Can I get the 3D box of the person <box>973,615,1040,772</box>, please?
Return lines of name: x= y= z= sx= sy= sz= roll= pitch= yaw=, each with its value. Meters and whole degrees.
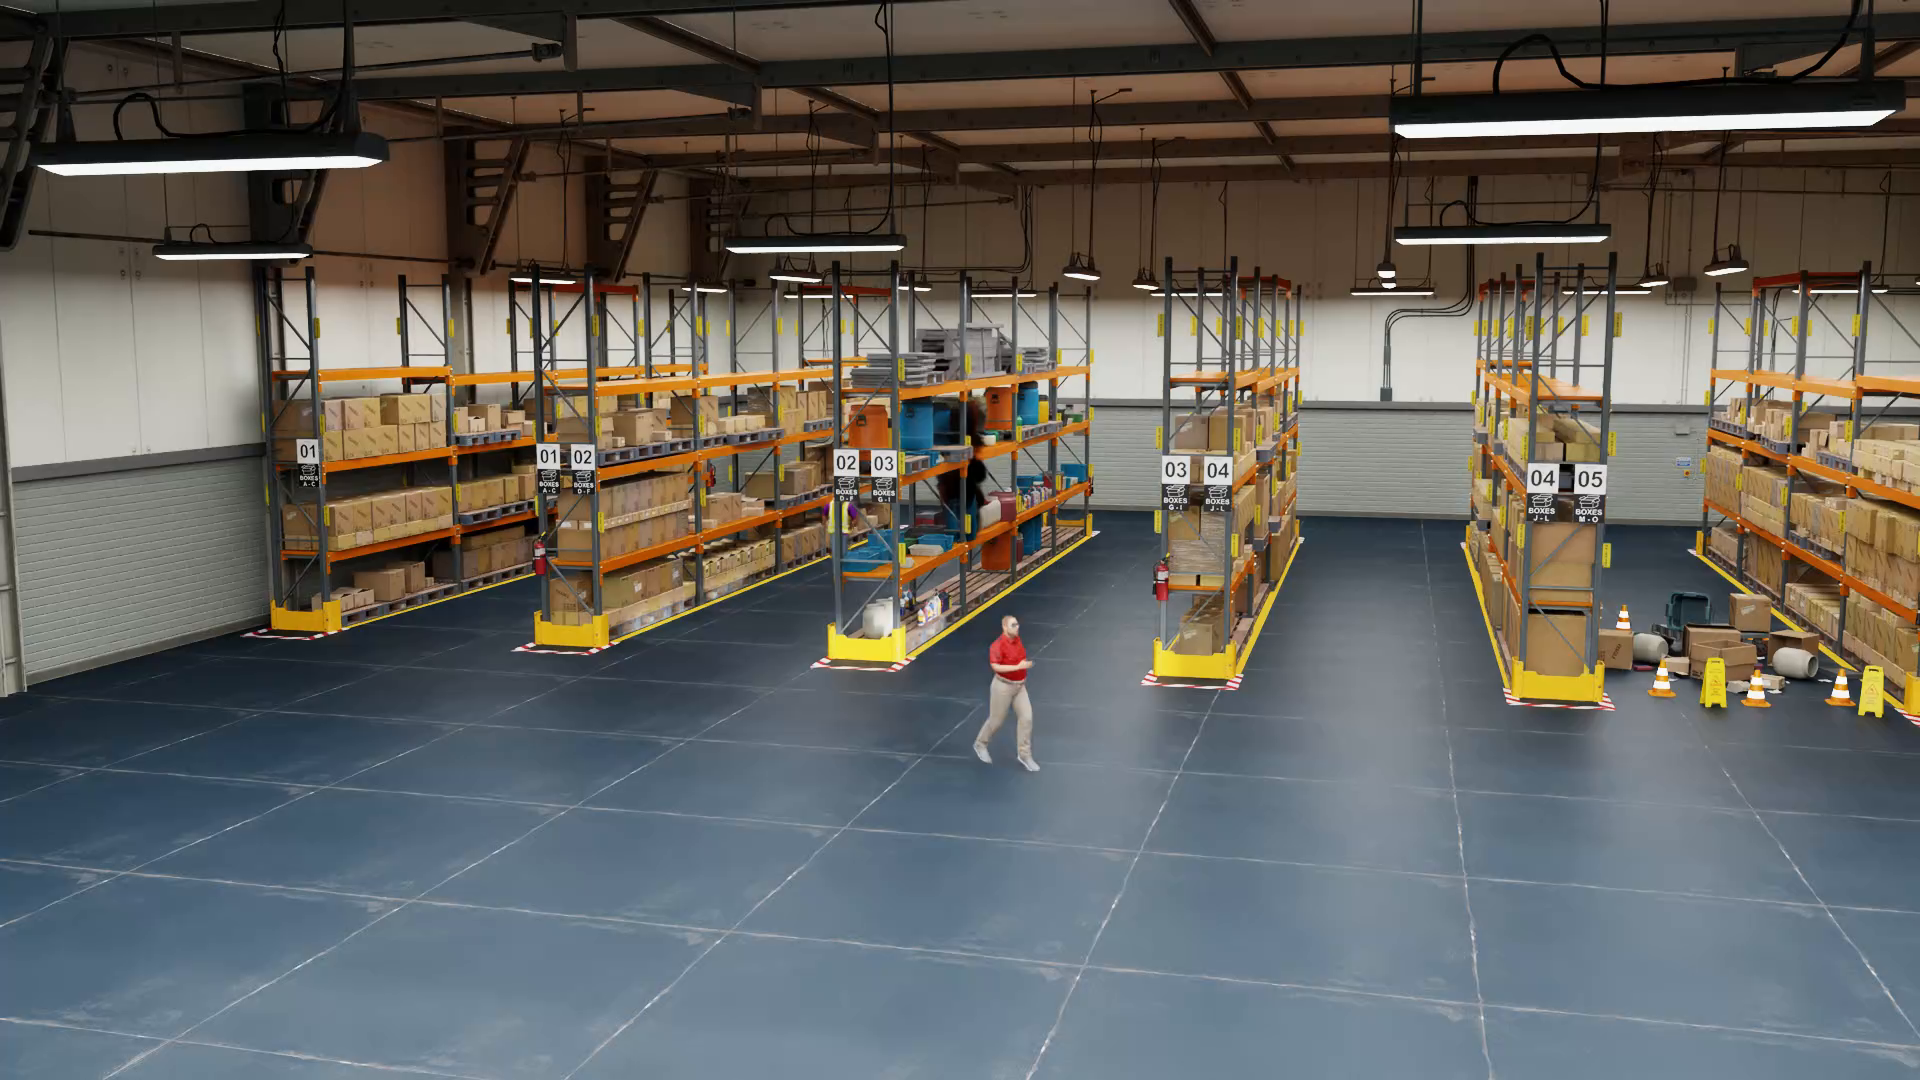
person: x=0.521 y=1.742 z=18.997 sx=0.848 sy=1.792 sz=0.664 roll=6 pitch=10 yaw=41

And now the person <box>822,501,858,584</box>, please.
person: x=-2.272 y=-0.106 z=31.236 sx=0.700 sy=1.780 sz=0.801 roll=0 pitch=7 yaw=4
